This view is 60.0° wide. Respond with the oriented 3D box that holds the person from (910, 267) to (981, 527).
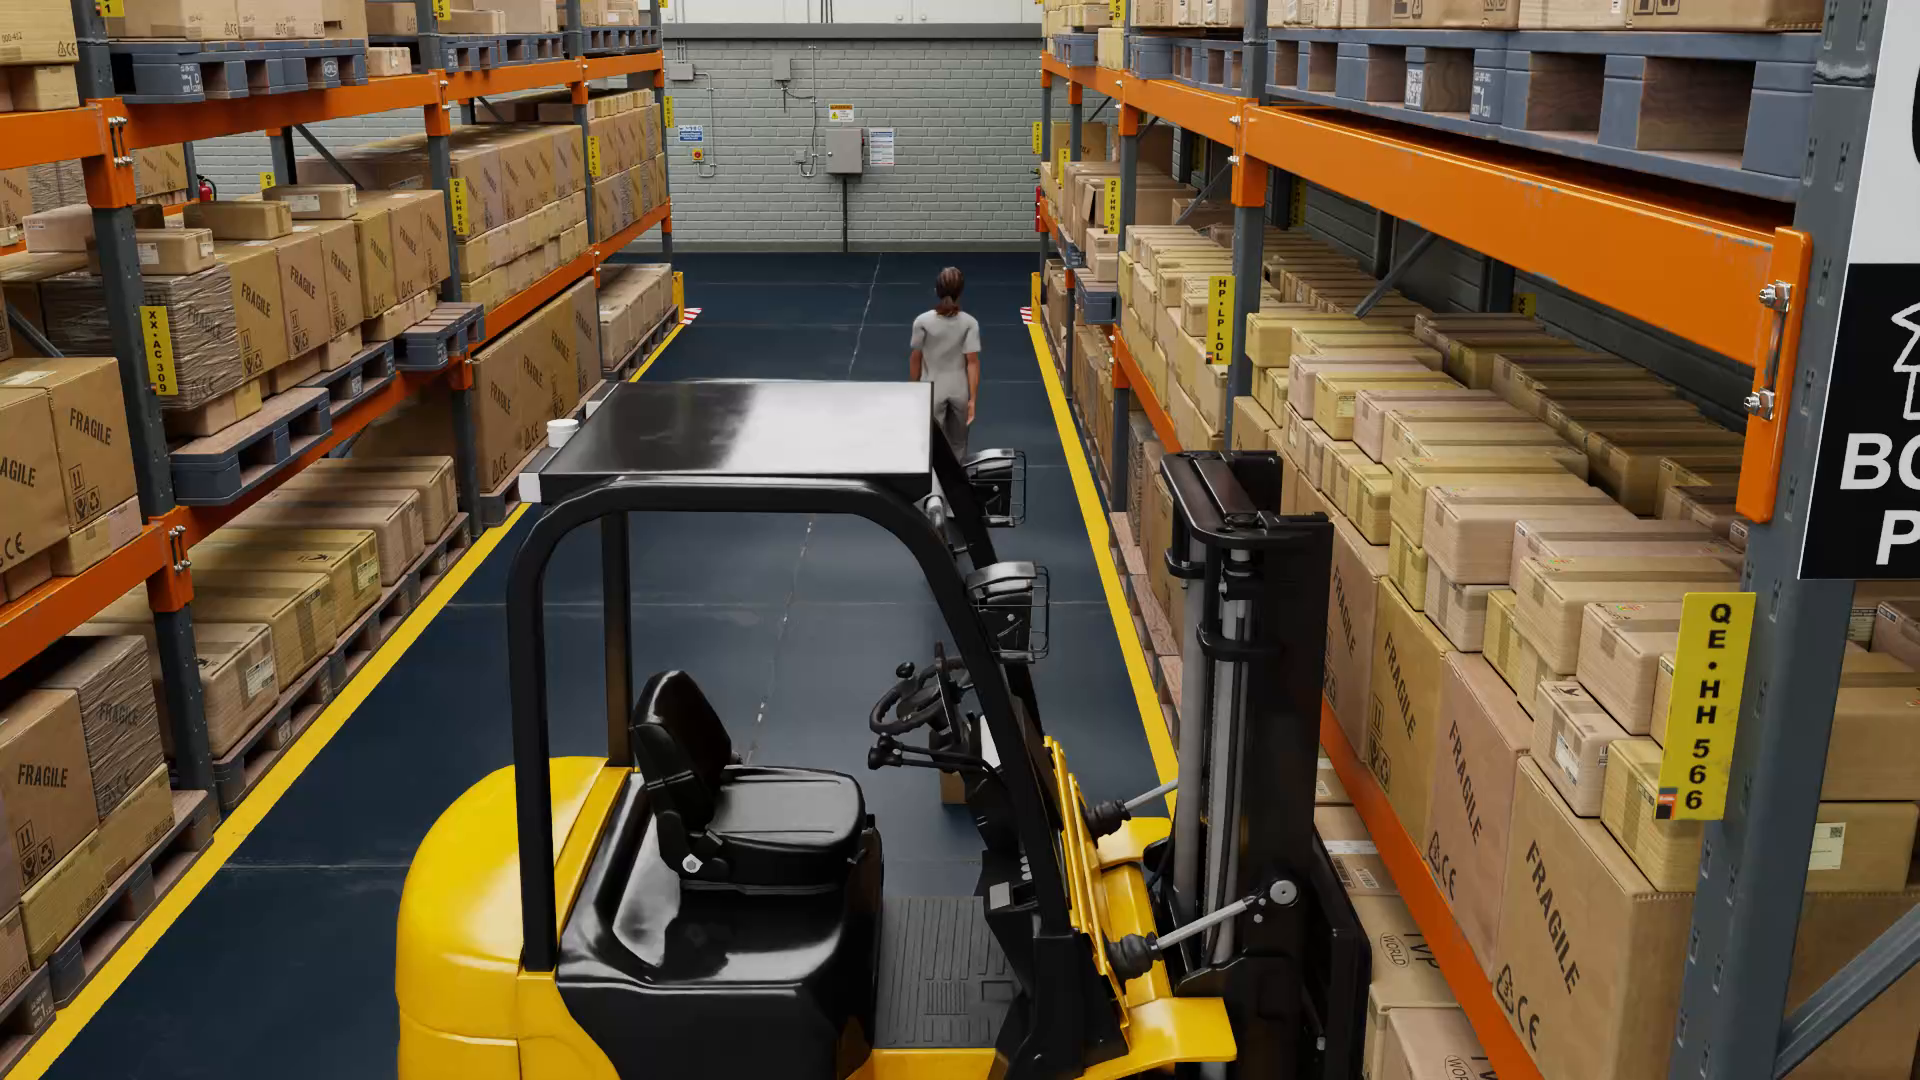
[{"bbox_3d":[-0.089,-0.879,10.387,0.440,1.636,0.893,-1,17,-4],"label":"person"}]
